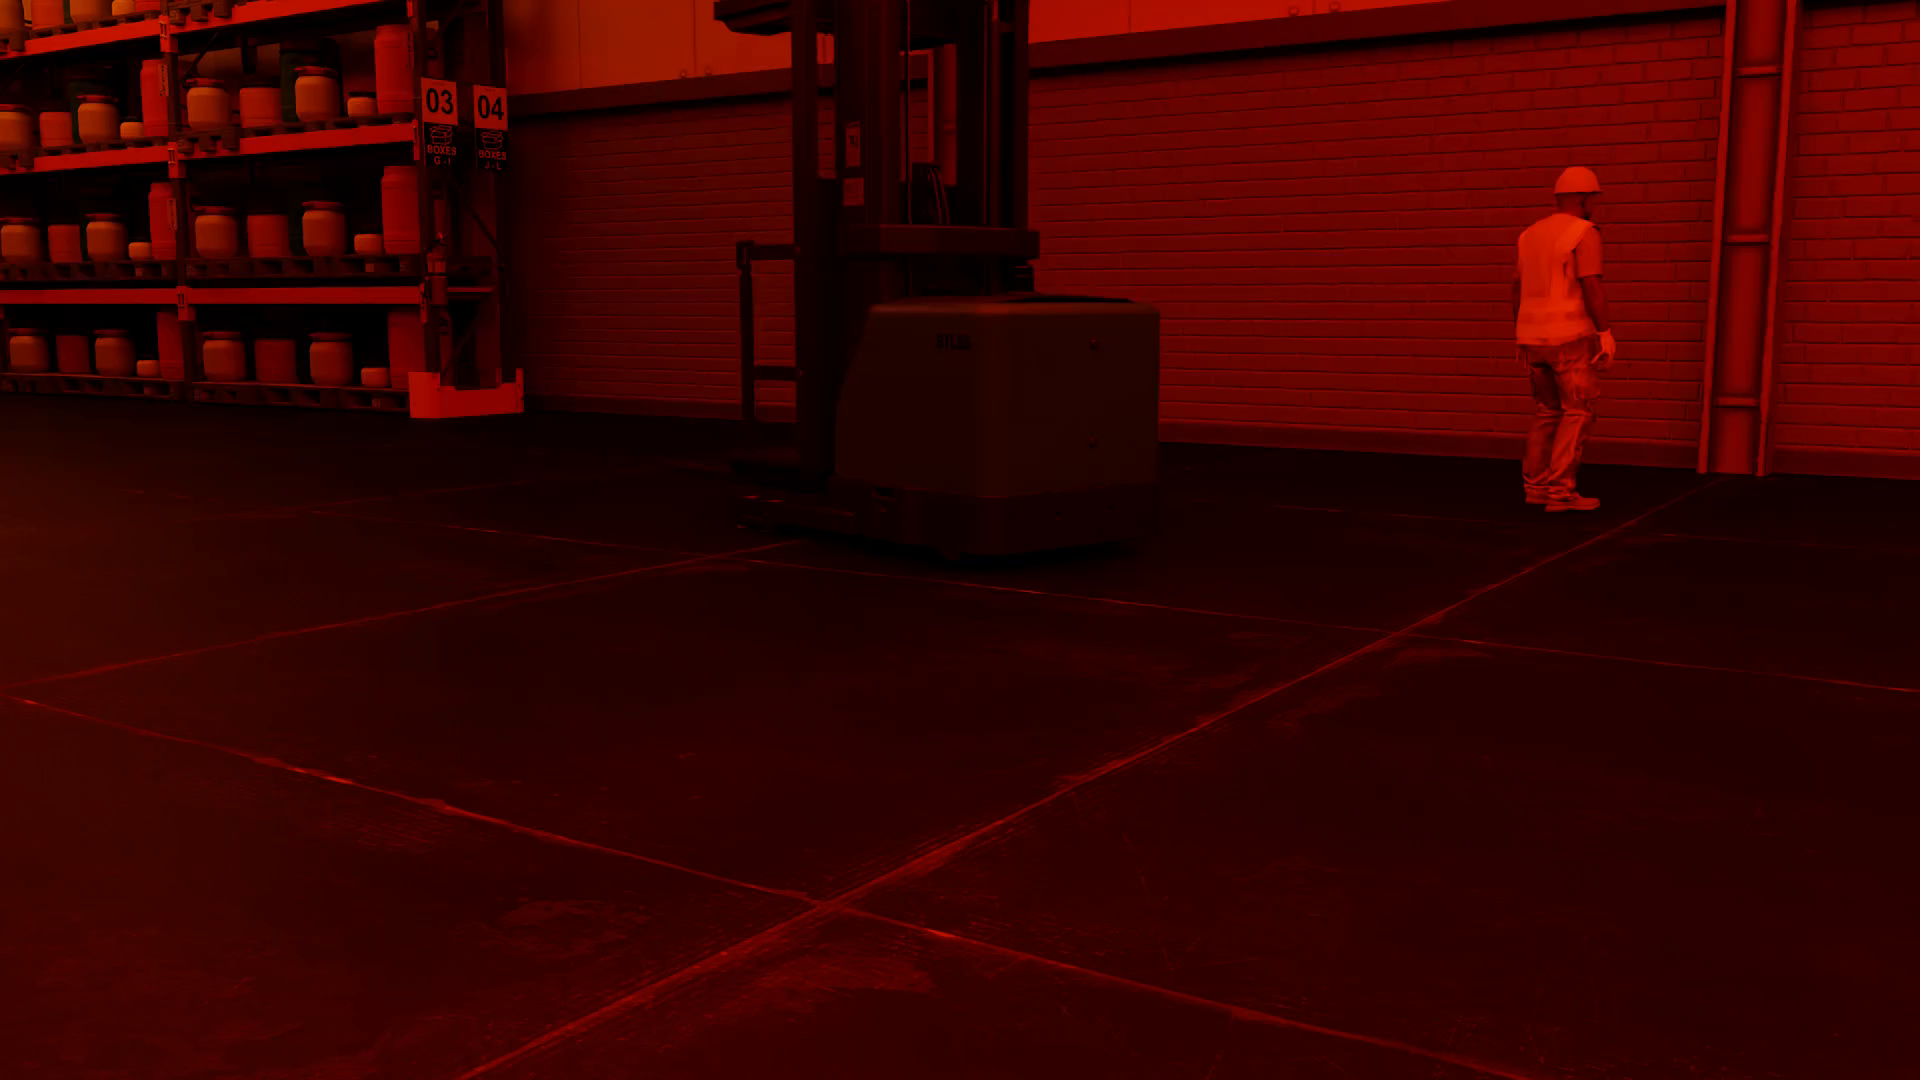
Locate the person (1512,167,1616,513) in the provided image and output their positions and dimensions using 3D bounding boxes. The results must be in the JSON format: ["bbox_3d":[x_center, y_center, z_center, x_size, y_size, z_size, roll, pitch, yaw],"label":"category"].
[{"bbox_3d":[3.167,-1.040,8.682,0.462,1.785,0.629,-3,9,-19],"label":"person"}]

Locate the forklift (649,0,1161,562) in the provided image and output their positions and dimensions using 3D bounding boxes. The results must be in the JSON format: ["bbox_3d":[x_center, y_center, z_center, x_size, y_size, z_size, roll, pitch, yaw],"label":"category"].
[{"bbox_3d":[-0.456,-1.521,7.887,1.130,2.935,3.031,-7,10,-39],"label":"forklift"}]
